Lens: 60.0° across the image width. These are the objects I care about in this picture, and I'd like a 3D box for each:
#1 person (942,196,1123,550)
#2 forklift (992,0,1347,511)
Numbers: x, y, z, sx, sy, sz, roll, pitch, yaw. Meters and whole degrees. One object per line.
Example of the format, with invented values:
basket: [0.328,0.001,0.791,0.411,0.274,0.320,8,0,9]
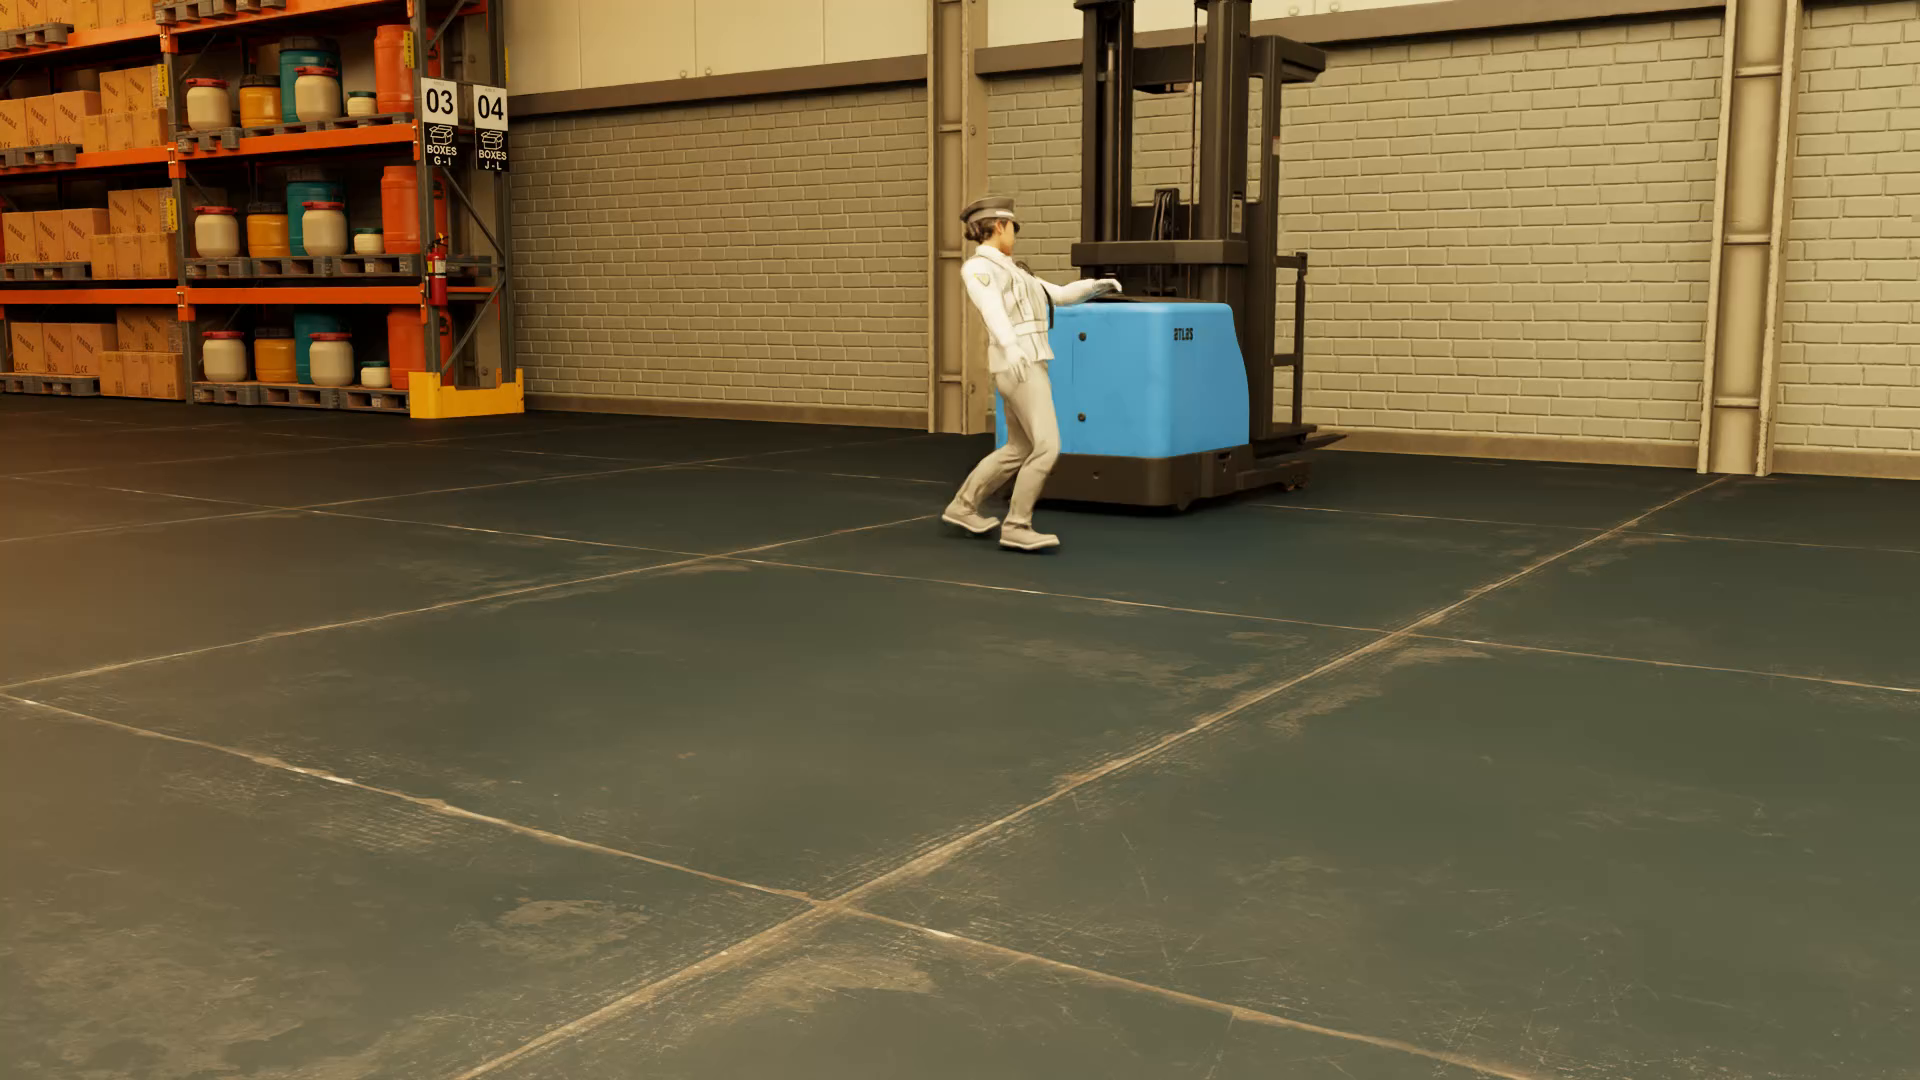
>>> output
person: [0.288,-0.737,7.266,0.833,1.527,0.784,1,8,8]
forklift: [1.403,-1.761,9.578,1.130,2.935,3.031,5,10,33]
